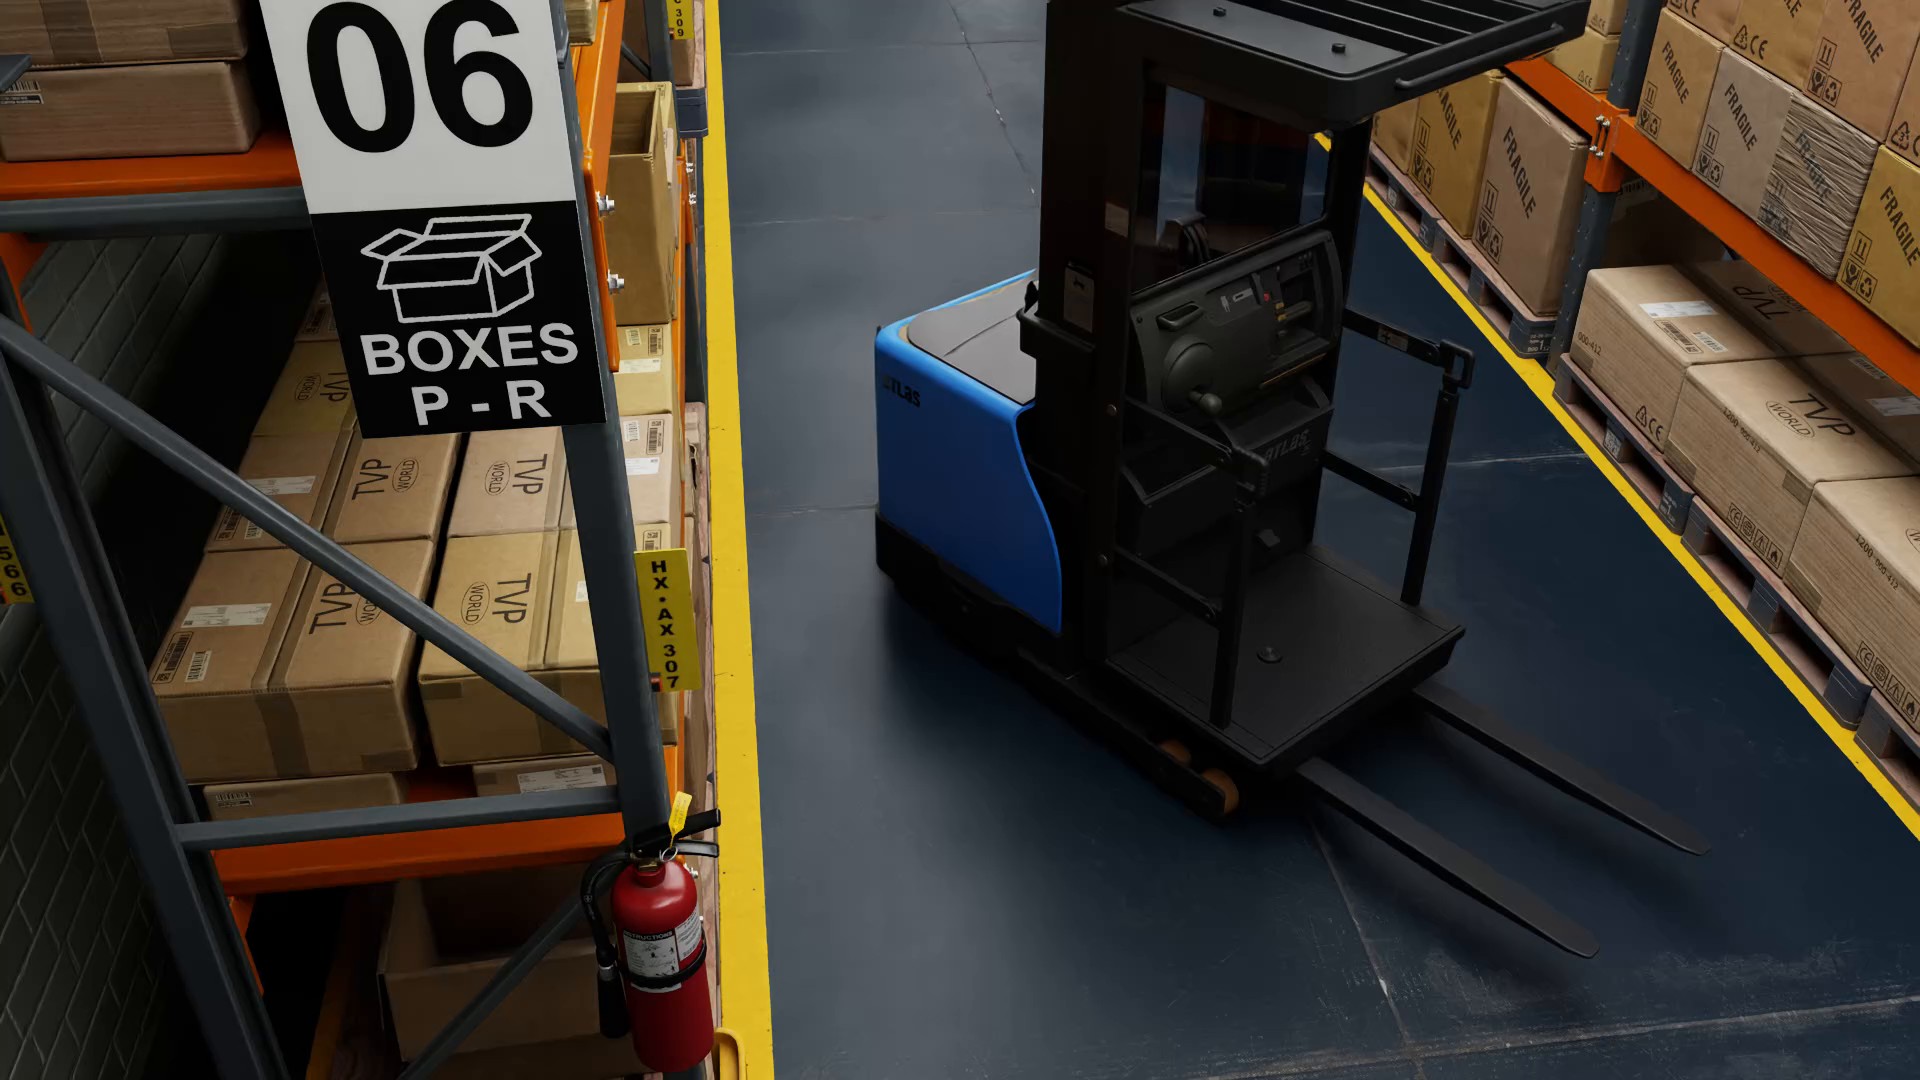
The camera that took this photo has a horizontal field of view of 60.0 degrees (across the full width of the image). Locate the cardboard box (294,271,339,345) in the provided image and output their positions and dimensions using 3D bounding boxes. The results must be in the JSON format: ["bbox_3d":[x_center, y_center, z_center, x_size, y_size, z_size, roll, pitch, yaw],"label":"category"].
[{"bbox_3d":[-1.607,-0.601,4.838,0.500,0.250,0.500,-4,35,-6],"label":"cardboard box"}]

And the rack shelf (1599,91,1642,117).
[{"bbox_3d":[3.029,-2.957,8.891,0.919,0.124,3.809,-4,35,-6],"label":"rack shelf"}]

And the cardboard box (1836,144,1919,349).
[{"bbox_3d":[3.295,-0.971,5.422,0.500,0.500,0.500,-3,34,-5],"label":"cardboard box"}]

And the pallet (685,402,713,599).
[{"bbox_3d":[-1.529,-0.144,6.774,1.003,0.211,1.213,-4,35,-6],"label":"pallet"}]

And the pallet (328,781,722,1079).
[{"bbox_3d":[-1.201,1.218,4.776,1.003,0.211,1.213,-4,35,-6],"label":"pallet"}]

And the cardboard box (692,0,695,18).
[{"bbox_3d":[-1.533,-2.470,7.250,0.700,0.500,0.500,-4,34,-6],"label":"cardboard box"}]

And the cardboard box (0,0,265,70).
[{"bbox_3d":[-1.412,-0.976,2.723,0.500,0.250,0.500,-5,35,-7],"label":"cardboard box"}]

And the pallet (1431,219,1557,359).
[{"bbox_3d":[3.119,-1.330,8.514,1.003,0.211,1.213,-4,35,-6],"label":"pallet"}]

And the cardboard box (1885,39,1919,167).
[{"bbox_3d":[3.307,-1.377,5.131,0.500,0.500,0.500,-5,35,-7],"label":"cardboard box"}]

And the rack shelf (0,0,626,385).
[{"bbox_3d":[-1.351,-1.506,4.271,1.077,0.370,4.000,-4,35,-6],"label":"rack shelf"}]

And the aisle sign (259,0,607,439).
[{"bbox_3d":[-0.782,-0.506,2.520,0.394,0.787,0.004,-4,35,-6],"label":"aisle sign"}]

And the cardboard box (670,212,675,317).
[{"bbox_3d":[-1.174,-0.917,5.301,0.500,0.250,0.500,-5,35,-7],"label":"cardboard box"}]

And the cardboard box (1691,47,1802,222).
[{"bbox_3d":[3.165,-1.536,6.252,0.500,0.500,0.500,-4,34,-6],"label":"cardboard box"}]

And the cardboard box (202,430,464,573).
[{"bbox_3d":[-1.475,-0.033,4.004,0.500,0.250,0.500,-4,35,-6],"label":"cardboard box"}]

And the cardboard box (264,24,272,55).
[{"bbox_3d":[-1.451,-0.887,2.947,0.380,0.149,0.250,-4,34,-6],"label":"cardboard box"}]

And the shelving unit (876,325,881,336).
[{"bbox_3d":[-0.163,-0.433,6.586,0.258,0.900,0.210,-21,39,-27],"label":"shelving unit"}]

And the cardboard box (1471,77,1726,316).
[{"bbox_3d":[3.135,-1.693,8.085,0.875,0.875,0.875,-3,34,-5],"label":"cardboard box"}]

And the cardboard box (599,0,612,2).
[{"bbox_3d":[-0.905,-1.214,3.428,0.380,0.149,0.250,-4,34,-5],"label":"cardboard box"}]

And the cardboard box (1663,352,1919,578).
[{"bbox_3d":[3.397,-0.314,6.450,0.875,0.438,0.875,-5,35,-8],"label":"cardboard box"}]

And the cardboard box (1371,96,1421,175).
[{"bbox_3d":[2.886,-2.696,9.556,0.875,0.875,0.875,-4,34,-6],"label":"cardboard box"}]

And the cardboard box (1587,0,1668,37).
[{"bbox_3d":[2.998,-2.430,7.341,0.500,0.250,0.500,-4,35,-6],"label":"cardboard box"}]

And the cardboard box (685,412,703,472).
[{"bbox_3d":[-1.254,-0.386,6.812,0.380,0.149,0.250,-5,35,-8],"label":"cardboard box"}]

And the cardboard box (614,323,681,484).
[{"bbox_3d":[-1.016,-0.346,4.463,0.500,0.250,0.500,-5,35,-7],"label":"cardboard box"}]

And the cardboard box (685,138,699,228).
[{"bbox_3d":[-1.670,-1.972,8.827,0.500,0.500,0.500,-6,35,-8],"label":"cardboard box"}]

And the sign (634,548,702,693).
[{"bbox_3d":[-0.545,0.154,3.092,0.100,0.325,0.005,-4,35,-6],"label":"sign"}]

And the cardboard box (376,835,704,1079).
[{"bbox_3d":[-1.071,1.062,4.372,0.797,0.503,0.637,-6,35,-8],"label":"cardboard box"}]

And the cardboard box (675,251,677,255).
[{"bbox_3d":[-1.212,-1.130,5.968,0.380,0.149,0.250,-4,34,-5],"label":"cardboard box"}]

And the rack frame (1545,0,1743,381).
[{"bbox_3d":[3.298,-2.058,7.106,1.000,3.000,0.127,-4,35,-6],"label":"rack frame"}]

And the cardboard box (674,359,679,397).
[{"bbox_3d":[-1.034,-0.416,4.920,0.380,0.149,0.250,-4,34,-5],"label":"cardboard box"}]

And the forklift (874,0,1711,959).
[{"bbox_3d":[1.019,-0.626,5.066,1.130,2.935,3.031,-26,42,-33],"label":"forklift"}]

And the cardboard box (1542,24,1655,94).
[{"bbox_3d":[2.988,-2.227,7.487,0.500,0.250,0.500,-5,35,-8],"label":"cardboard box"}]

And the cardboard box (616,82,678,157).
[{"bbox_3d":[-1.310,-1.475,6.120,0.500,0.250,0.500,-4,34,-5],"label":"cardboard box"}]

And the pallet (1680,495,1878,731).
[{"bbox_3d":[3.490,0.207,6.259,1.003,0.211,1.213,-4,35,-6],"label":"pallet"}]

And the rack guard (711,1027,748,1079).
[{"bbox_3d":[-1.093,1.543,4.042,1.175,0.500,0.348,-4,35,-6],"label":"rack guard"}]

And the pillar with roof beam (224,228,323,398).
[{"bbox_3d":[1.846,-4.028,4.670,9.100,9.000,0.400,-4,35,-6],"label":"pillar with roof beam"}]

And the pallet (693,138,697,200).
[{"bbox_3d":[-2.095,-2.340,9.996,1.003,0.211,1.213,-4,35,-6],"label":"pallet"}]

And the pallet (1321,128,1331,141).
[{"bbox_3d":[2.791,-2.692,10.512,1.003,0.211,1.213,-4,35,-6],"label":"pallet"}]

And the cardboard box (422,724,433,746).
[{"bbox_3d":[-1.366,0.345,3.803,0.380,0.149,0.250,-3,34,-5],"label":"cardboard box"}]

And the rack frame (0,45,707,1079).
[{"bbox_3d":[-1.082,0.552,3.276,1.000,3.000,0.127,-4,35,-6],"label":"rack frame"}]

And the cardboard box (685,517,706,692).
[{"bbox_3d":[-1.119,0.281,5.521,0.500,0.500,0.500,-4,34,-5],"label":"cardboard box"}]

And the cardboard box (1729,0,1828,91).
[{"bbox_3d":[3.184,-1.946,5.965,0.500,0.500,0.500,-5,35,-7],"label":"cardboard box"}]
